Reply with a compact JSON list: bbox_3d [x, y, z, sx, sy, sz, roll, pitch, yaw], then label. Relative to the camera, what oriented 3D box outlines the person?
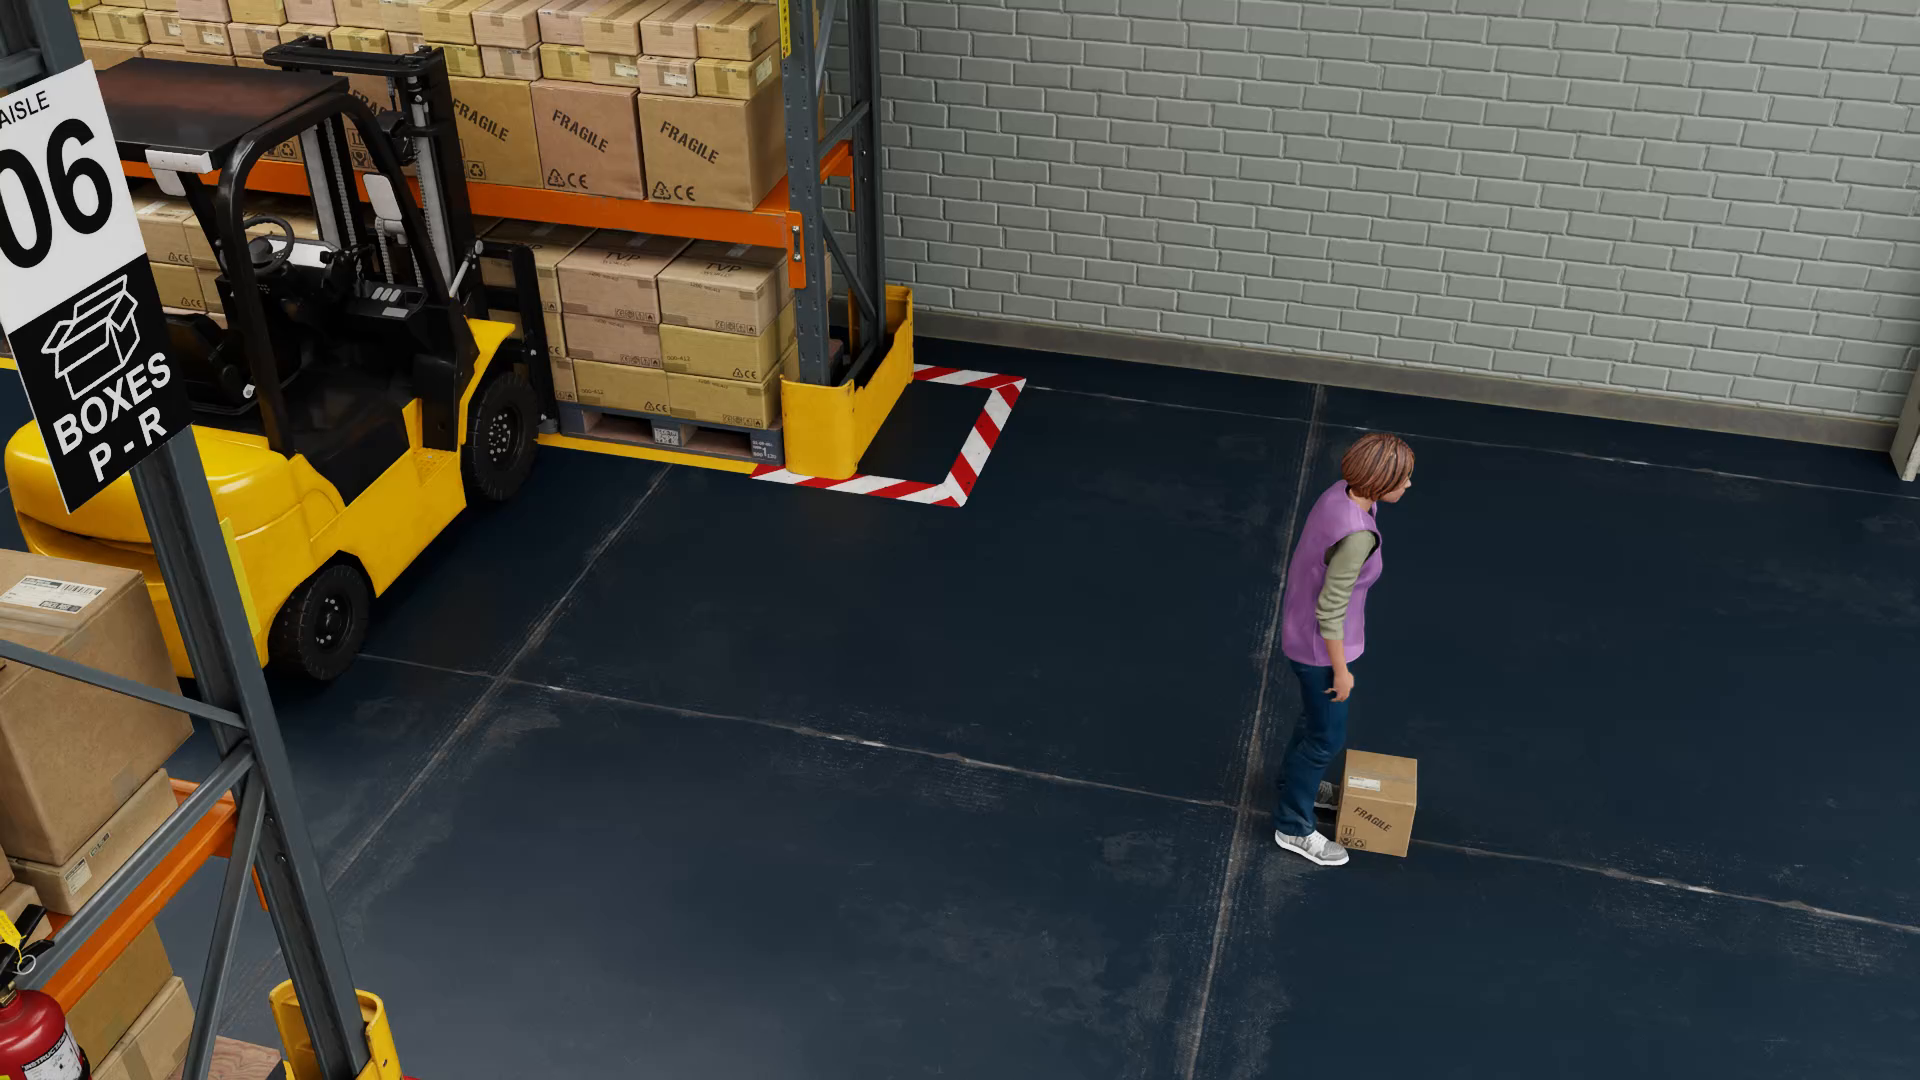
[{"bbox_3d":[1.257,0.349,5.618,0.348,1.592,0.478,6,34,9],"label":"person"}]
